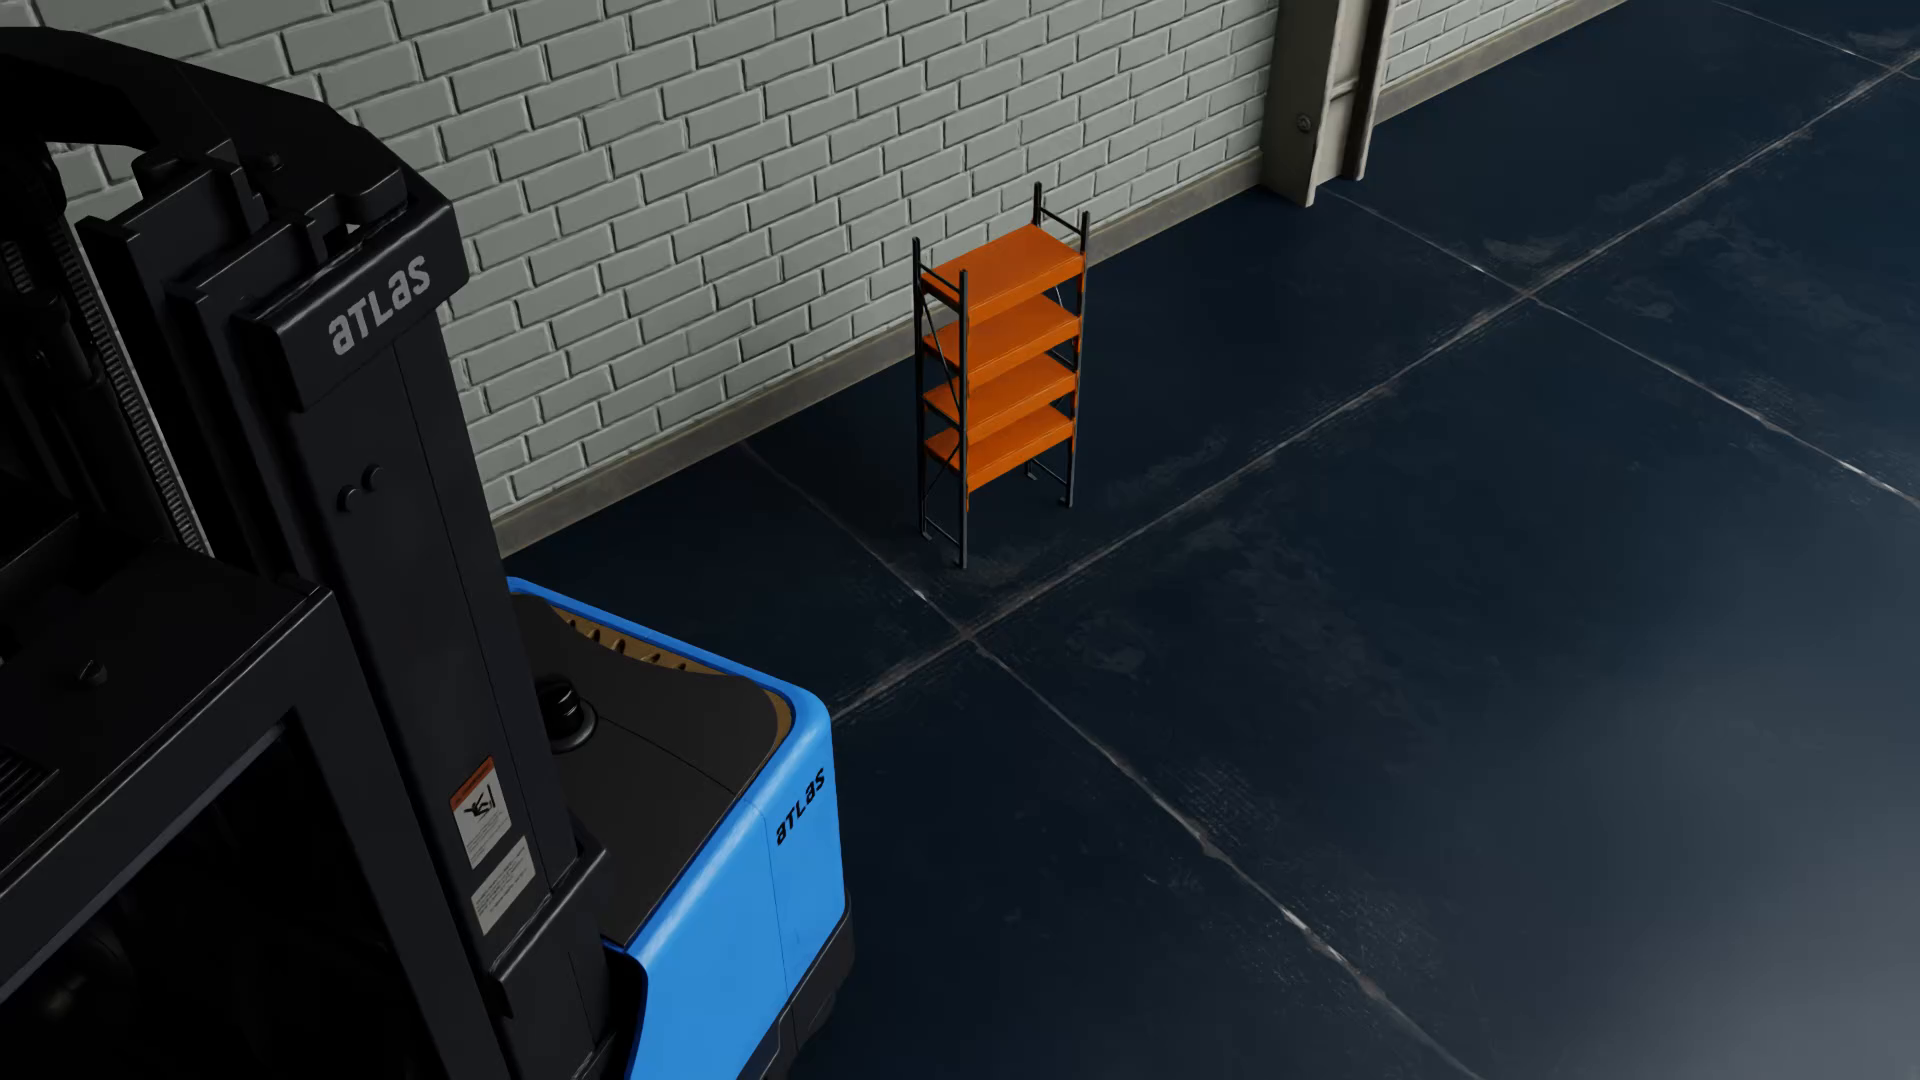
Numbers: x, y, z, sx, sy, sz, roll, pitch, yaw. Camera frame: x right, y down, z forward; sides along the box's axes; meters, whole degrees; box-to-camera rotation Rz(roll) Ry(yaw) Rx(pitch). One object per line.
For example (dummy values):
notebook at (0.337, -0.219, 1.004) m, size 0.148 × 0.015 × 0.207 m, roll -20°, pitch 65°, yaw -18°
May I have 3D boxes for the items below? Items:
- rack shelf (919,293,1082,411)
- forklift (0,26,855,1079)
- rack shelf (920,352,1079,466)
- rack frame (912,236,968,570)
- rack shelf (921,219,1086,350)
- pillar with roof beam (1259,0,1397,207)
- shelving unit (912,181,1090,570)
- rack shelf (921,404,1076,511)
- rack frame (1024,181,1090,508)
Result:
rack shelf at (0.127, -0.624, 5.310) m, size 0.480 × 0.148 × 0.258 m, roll -30°, pitch 51°, yaw -28°
forklift at (-1.393, 0.831, 2.724) m, size 1.130 × 2.935 × 3.031 m, roll 19°, pitch 46°, yaw 19°
rack shelf at (0.127, -0.461, 5.463) m, size 0.480 × 0.148 × 0.258 m, roll -30°, pitch 51°, yaw -28°
rack frame at (-0.060, -0.403, 5.303) m, size 0.015 × 1.200 × 0.240 m, roll -30°, pitch 51°, yaw -28°
rack shelf at (0.127, -0.797, 5.148) m, size 0.480 × 0.148 × 0.258 m, roll -30°, pitch 51°, yaw -28°
pillar with roof beam at (4.332, -2.646, 1.994) m, size 0.400 × 9.000 × 9.100 m, roll -30°, pitch 51°, yaw -28°
shelving unit at (0.127, -0.510, 5.417) m, size 0.503 × 1.200 × 0.258 m, roll -30°, pitch 51°, yaw -28°
rack shelf at (0.127, -0.316, 5.599) m, size 0.480 × 0.148 × 0.258 m, roll -30°, pitch 51°, yaw -28°
rack frame at (0.314, -0.617, 5.531) m, size 0.015 × 1.200 × 0.240 m, roll -30°, pitch 51°, yaw -28°
